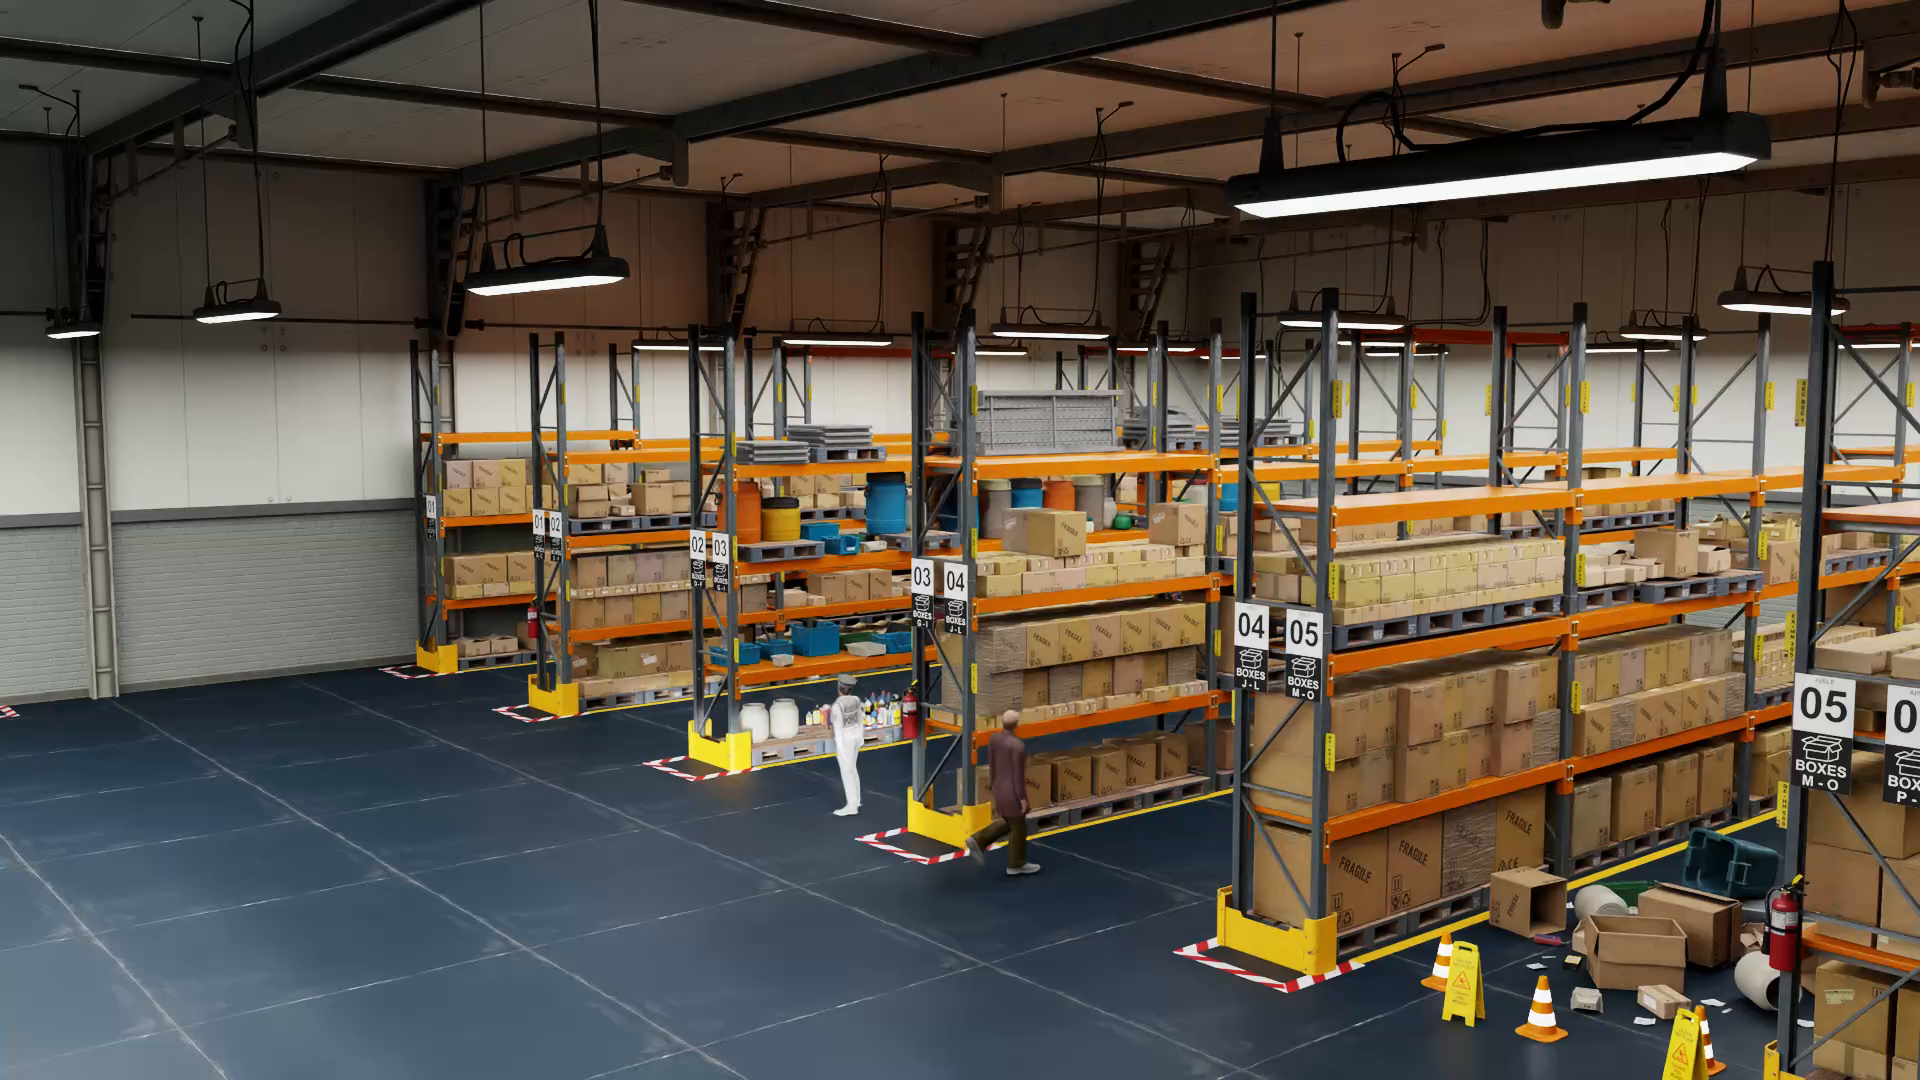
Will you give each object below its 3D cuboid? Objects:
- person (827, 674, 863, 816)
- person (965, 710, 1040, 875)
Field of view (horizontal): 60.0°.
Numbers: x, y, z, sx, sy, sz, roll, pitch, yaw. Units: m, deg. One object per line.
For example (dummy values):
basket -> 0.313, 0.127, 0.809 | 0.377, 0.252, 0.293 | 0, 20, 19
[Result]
person -> -1.345, 2.472, 20.129 | 0.397, 1.721, 0.617 | 3, 6, 28
person -> 0.464, 2.656, 17.521 | 0.805, 1.762, 0.578 | -1, 5, -12
